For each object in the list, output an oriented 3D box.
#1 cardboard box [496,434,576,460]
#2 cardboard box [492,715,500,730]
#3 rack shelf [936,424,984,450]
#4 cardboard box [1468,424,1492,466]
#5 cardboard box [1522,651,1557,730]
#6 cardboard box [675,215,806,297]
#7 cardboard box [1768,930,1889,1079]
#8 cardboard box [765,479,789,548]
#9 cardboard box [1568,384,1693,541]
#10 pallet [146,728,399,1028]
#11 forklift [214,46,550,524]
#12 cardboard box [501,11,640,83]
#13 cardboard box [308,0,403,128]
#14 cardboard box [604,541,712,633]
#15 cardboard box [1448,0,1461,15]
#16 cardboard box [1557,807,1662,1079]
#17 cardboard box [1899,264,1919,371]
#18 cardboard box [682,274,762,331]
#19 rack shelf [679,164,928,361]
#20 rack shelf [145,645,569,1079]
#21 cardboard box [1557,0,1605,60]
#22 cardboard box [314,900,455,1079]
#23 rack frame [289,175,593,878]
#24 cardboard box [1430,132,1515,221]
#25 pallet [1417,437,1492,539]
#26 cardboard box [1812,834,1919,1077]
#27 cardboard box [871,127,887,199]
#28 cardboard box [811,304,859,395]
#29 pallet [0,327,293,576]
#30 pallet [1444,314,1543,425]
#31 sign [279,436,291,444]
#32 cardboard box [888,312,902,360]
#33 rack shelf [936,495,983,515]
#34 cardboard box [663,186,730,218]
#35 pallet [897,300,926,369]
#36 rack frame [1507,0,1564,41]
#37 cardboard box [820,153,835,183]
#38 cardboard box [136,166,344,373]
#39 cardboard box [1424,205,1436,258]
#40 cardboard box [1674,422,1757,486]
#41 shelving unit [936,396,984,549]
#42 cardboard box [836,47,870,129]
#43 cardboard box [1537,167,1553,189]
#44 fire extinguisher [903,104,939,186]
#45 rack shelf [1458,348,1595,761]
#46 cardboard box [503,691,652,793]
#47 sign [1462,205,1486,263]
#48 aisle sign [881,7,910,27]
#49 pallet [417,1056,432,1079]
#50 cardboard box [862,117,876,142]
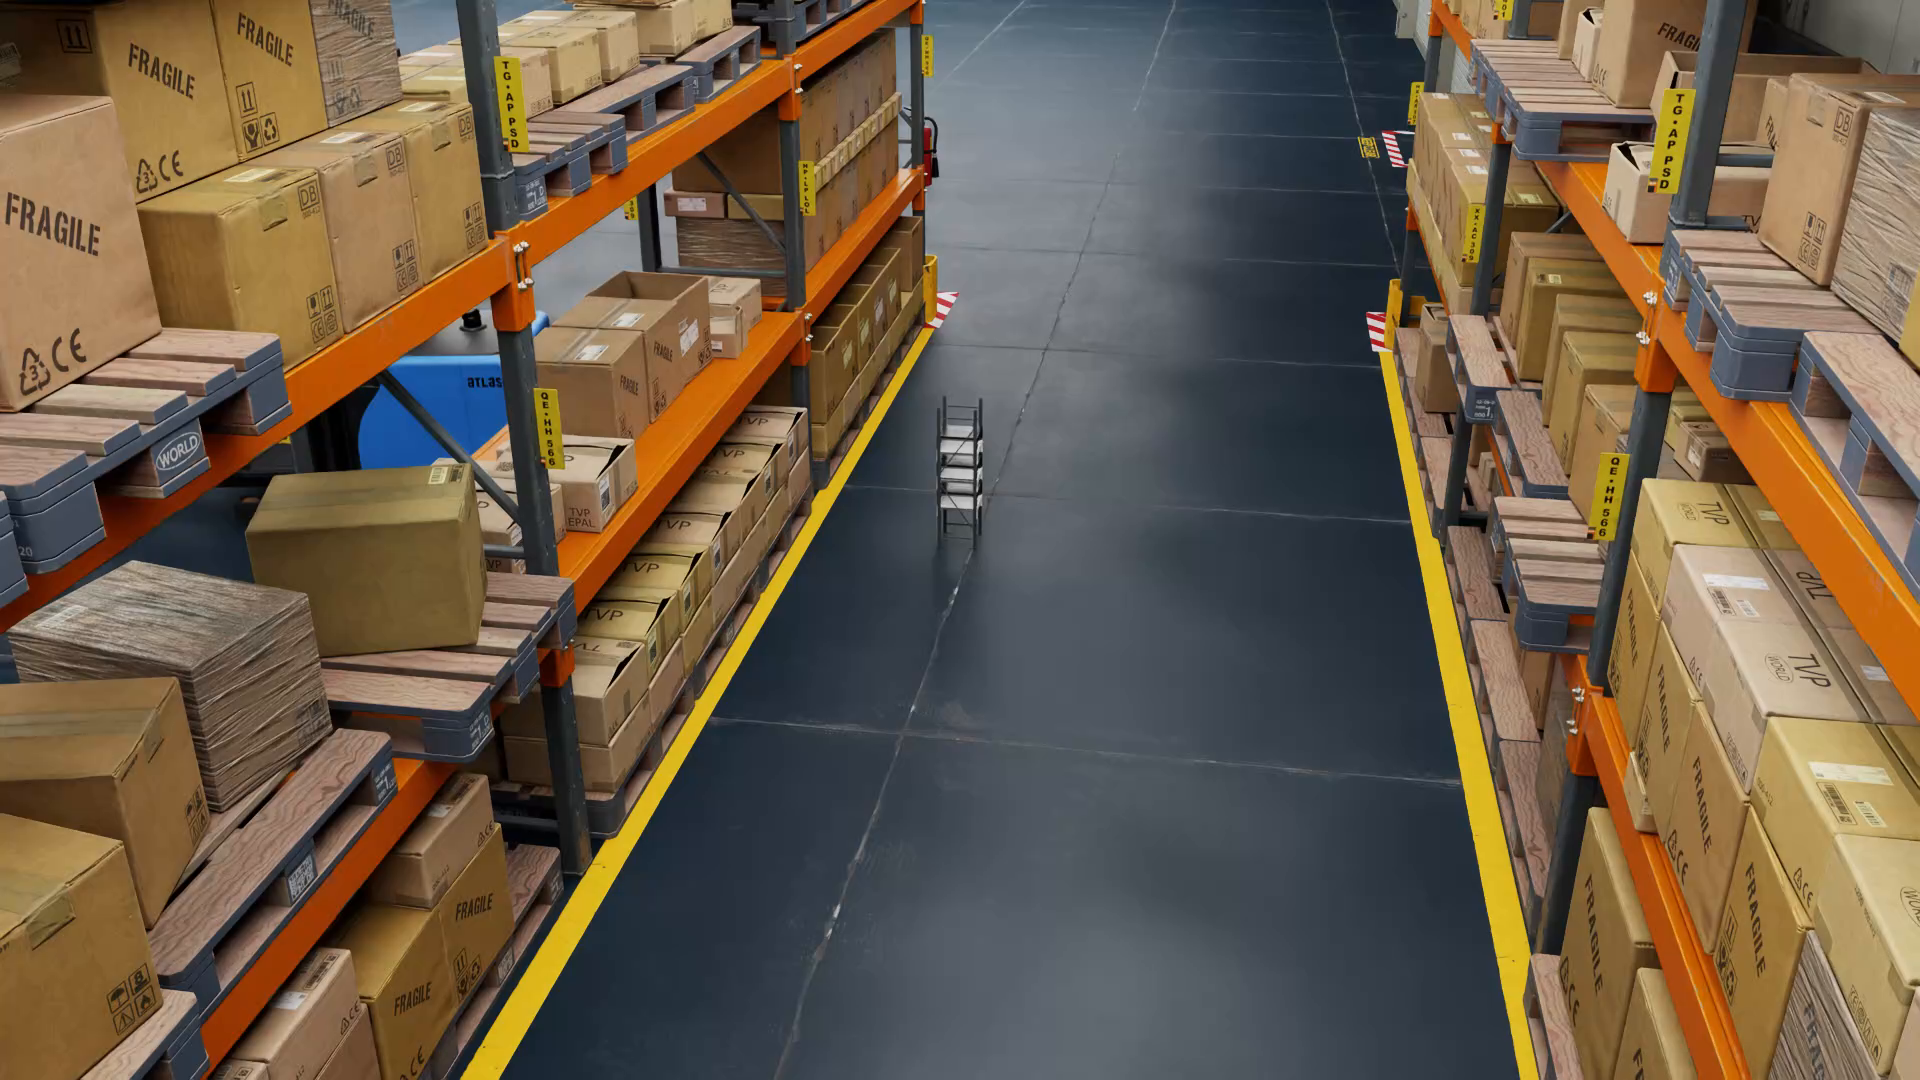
[{"bbox_3d":[-1.952,-0.390,7.842,0.380,0.149,0.250,6,26,12],"label":"cardboard box"},{"bbox_3d":[-2.263,0.598,7.521,0.500,0.311,0.500,5,25,10],"label":"cardboard box"},{"bbox_3d":[-0.001,-0.619,9.952,0.258,0.077,0.200,4,25,9],"label":"rack shelf"},{"bbox_3d":[3.566,-0.802,10.855,0.500,0.500,0.500,2,25,5],"label":"cardboard box"},{"bbox_3d":[3.101,0.586,7.890,0.700,0.500,0.500,4,25,8],"label":"cardboard box"},{"bbox_3d":[-1.385,-1.871,10.591,0.700,0.500,0.500,3,25,7],"label":"cardboard box"},{"bbox_3d":[2.120,1.224,3.603,0.500,0.500,0.500,4,25,9],"label":"cardboard box"},{"bbox_3d":[-1.318,-0.180,9.844,0.500,0.250,0.500,4,25,8],"label":"cardboard box"},{"bbox_3d":[2.914,-0.303,6.722,0.700,0.500,0.500,2,25,4],"label":"cardboard box"},{"bbox_3d":[-2.418,0.934,4.944,1.003,0.211,1.213,4,25,9],"label":"pallet"},{"bbox_3d":[-4.195,-1.654,10.327,3.031,2.935,1.130,-1,25,-2],"label":"forklift"},{"bbox_3d":[-1.824,-2.325,7.823,0.500,0.250,0.500,2,25,4],"label":"cardboard box"},{"bbox_3d":[-2.183,-1.642,5.383,0.500,0.500,0.500,4,25,9],"label":"cardboard box"},{"bbox_3d":[-1.567,0.202,8.367,0.500,0.311,0.500,3,25,7],"label":"cardboard box"},{"bbox_3d":[3.585,-3.822,11.197,0.500,0.500,0.500,5,26,11],"label":"cardboard box"},{"bbox_3d":[2.533,1.457,5.640,0.750,0.750,0.750,4,25,8],"label":"cardboard box"},{"bbox_3d":[2.622,-0.566,3.745,0.700,0.500,0.500,5,26,11],"label":"cardboard box"},{"bbox_3d":[-1.489,-1.363,9.801,0.500,0.250,0.500,6,26,12],"label":"cardboard box"},{"bbox_3d":[-1.125,-2.151,12.155,1.077,0.370,4.000,4,25,9],"label":"rack shelf"},{"bbox_3d":[-2.432,1.195,5.007,1.077,0.370,4.000,4,25,9],"label":"rack shelf"},{"bbox_3d":[3.268,-2.669,8.263,0.500,0.500,0.500,8,26,16],"label":"cardboard box"},{"bbox_3d":[-2.111,1.590,5.745,0.500,0.500,0.500,3,25,7],"label":"cardboard box"},{"bbox_3d":[-2.105,0.033,6.641,1.000,3.000,0.127,4,25,9],"label":"rack frame"},{"bbox_3d":[3.462,-2.435,11.182,0.500,0.500,0.500,5,26,10],"label":"cardboard box"},{"bbox_3d":[3.511,-0.319,10.682,1.003,0.211,1.213,4,25,9],"label":"pallet"},{"bbox_3d":[2.129,0.879,3.456,0.500,0.250,0.500,5,25,10],"label":"cardboard box"},{"bbox_3d":[-0.968,-2.944,12.883,0.700,0.500,0.500,5,25,10],"label":"cardboard box"},{"bbox_3d":[-0.993,-1.306,11.366,0.500,0.500,0.500,4,25,9],"label":"cardboard box"},{"bbox_3d":[-2.417,-0.269,3.970,1.213,0.211,1.003,4,25,9],"label":"pallet"},{"bbox_3d":[3.168,-0.902,8.865,1.003,0.211,1.213,4,25,9],"label":"pallet"},{"bbox_3d":[-2.653,-0.528,6.475,0.100,0.325,0.005,4,25,9],"label":"sign"},{"bbox_3d":[-0.744,-1.594,12.865,0.500,0.250,0.500,4,25,9],"label":"cardboard box"},{"bbox_3d":[-0.001,-0.211,10.142,0.258,0.077,0.200,4,25,9],"label":"rack shelf"},{"bbox_3d":[-1.618,-2.108,10.331,0.380,0.149,0.250,4,25,8],"label":"cardboard box"},{"bbox_3d":[-0.881,-1.727,13.691,1.003,0.211,1.213,4,25,9],"label":"pallet"},{"bbox_3d":[3.436,-4.015,8.214,1.000,3.000,0.127,4,25,9],"label":"rack frame"},{"bbox_3d":[-1.051,-2.505,11.181,0.380,0.149,0.250,3,25,7],"label":"cardboard box"},{"bbox_3d":[-2.312,-0.755,4.669,0.910,0.500,0.500,4,25,9],"label":"cardboard box"},{"bbox_3d":[3.452,-2.088,11.326,0.500,0.250,0.500,4,25,9],"label":"cardboard box"},{"bbox_3d":[2.809,-0.310,5.972,0.380,0.149,0.250,1,25,2],"label":"cardboard box"},{"bbox_3d":[-0.001,-0.404,10.052,0.258,0.900,0.210,4,25,9],"label":"shelving unit"},{"bbox_3d":[-1.058,-3.298,12.109,0.700,0.500,0.500,4,25,9],"label":"cardboard box"},{"bbox_3d":[3.807,-1.977,10.205,0.500,0.500,0.500,4,25,8],"label":"cardboard box"},{"bbox_3d":[-0.320,-3.295,13.843,0.296,0.674,0.183,4,25,9],"label":"fire extinguisher"},{"bbox_3d":[3.109,-0.136,7.851,1.077,0.370,4.000,4,25,9],"label":"rack shelf"},{"bbox_3d":[-1.730,0.889,7.560,0.500,0.250,0.500,4,25,8],"label":"cardboard box"},{"bbox_3d":[2.900,-1.725,9.375,0.100,0.325,0.005,4,25,9],"label":"sign"},{"bbox_3d":[-0.497,-4.497,13.253,0.394,0.787,0.004,4,25,9],"label":"aisle sign"},{"bbox_3d":[-2.466,2.114,5.484,1.003,0.211,1.213,4,25,9],"label":"pallet"},{"bbox_3d":[-0.841,-3.047,12.339,0.380,0.149,0.250,5,26,10],"label":"cardboard box"}]
